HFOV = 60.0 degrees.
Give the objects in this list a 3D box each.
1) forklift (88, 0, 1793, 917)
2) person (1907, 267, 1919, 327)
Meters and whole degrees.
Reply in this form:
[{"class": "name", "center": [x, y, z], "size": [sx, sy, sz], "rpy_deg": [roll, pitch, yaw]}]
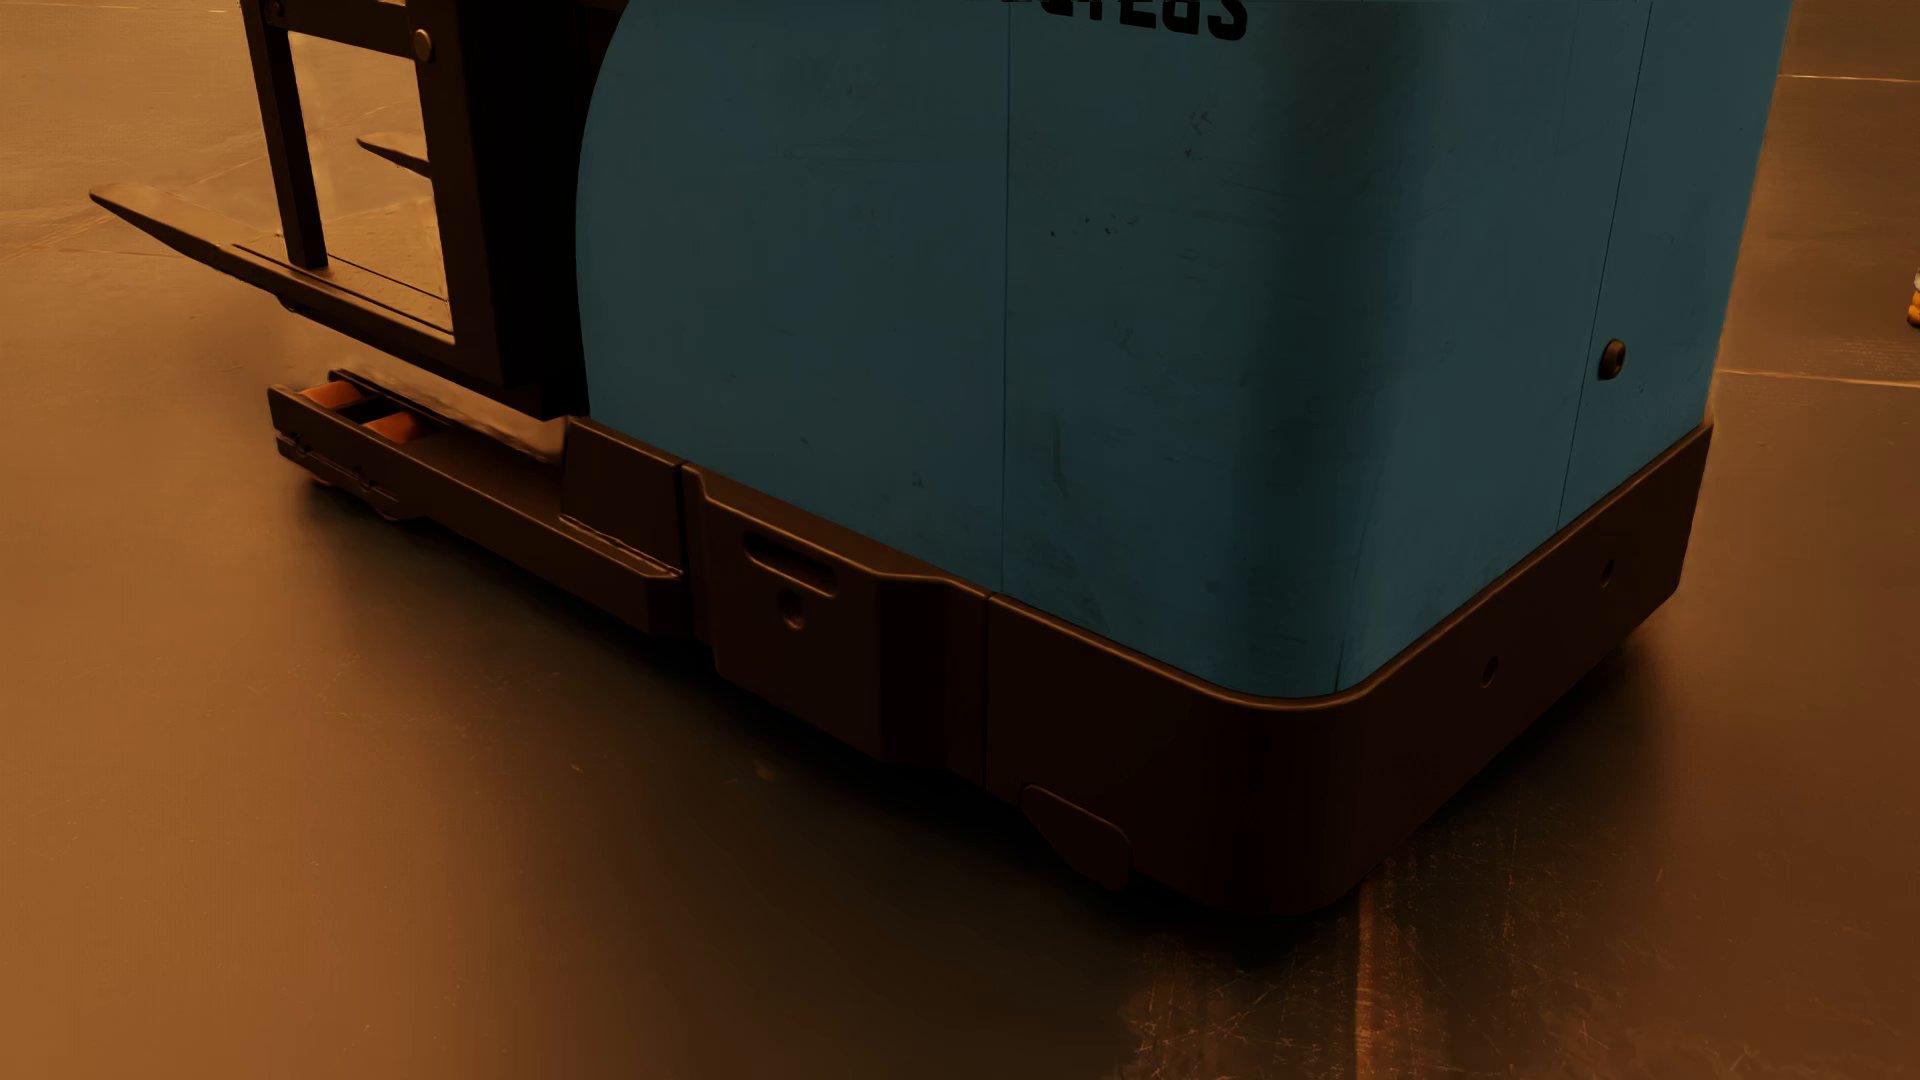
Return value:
[{"class": "forklift", "center": [-0.462, -1.491, 2.201], "size": [3.031, 2.935, 1.130], "rpy_deg": [22, 34, 37]}, {"class": "person", "center": [2.154, -1.234, 2.998], "size": [0.629, 1.759, 0.463], "rpy_deg": [-14, 30, -25]}]
